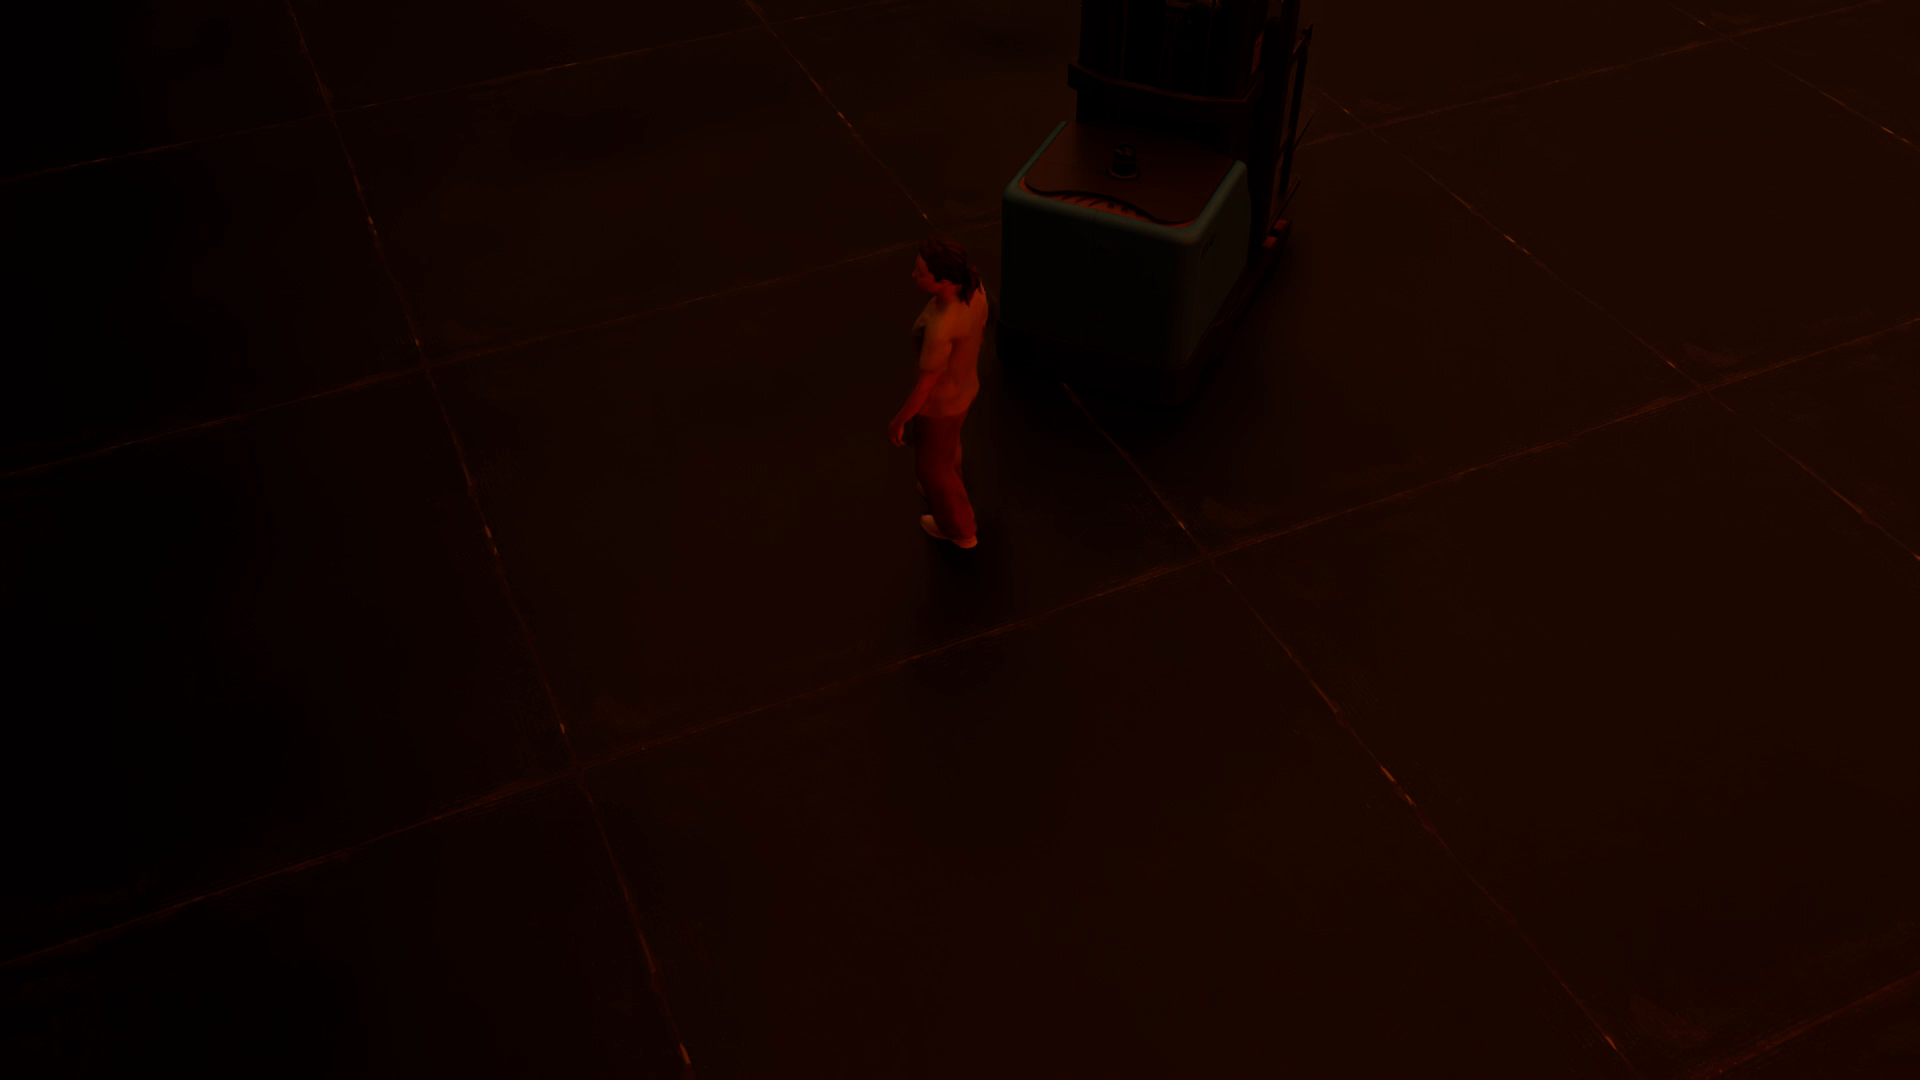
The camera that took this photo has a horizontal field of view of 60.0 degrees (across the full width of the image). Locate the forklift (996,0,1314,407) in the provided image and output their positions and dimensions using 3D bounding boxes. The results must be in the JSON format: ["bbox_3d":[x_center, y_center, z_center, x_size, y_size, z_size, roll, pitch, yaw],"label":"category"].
[{"bbox_3d":[1.269,-2.758,8.635,1.130,2.935,3.031,17,46,18],"label":"forklift"}]

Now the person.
[{"bbox_3d":[-0.099,-0.636,7.298,0.432,1.663,0.630,14,45,14],"label":"person"}]
